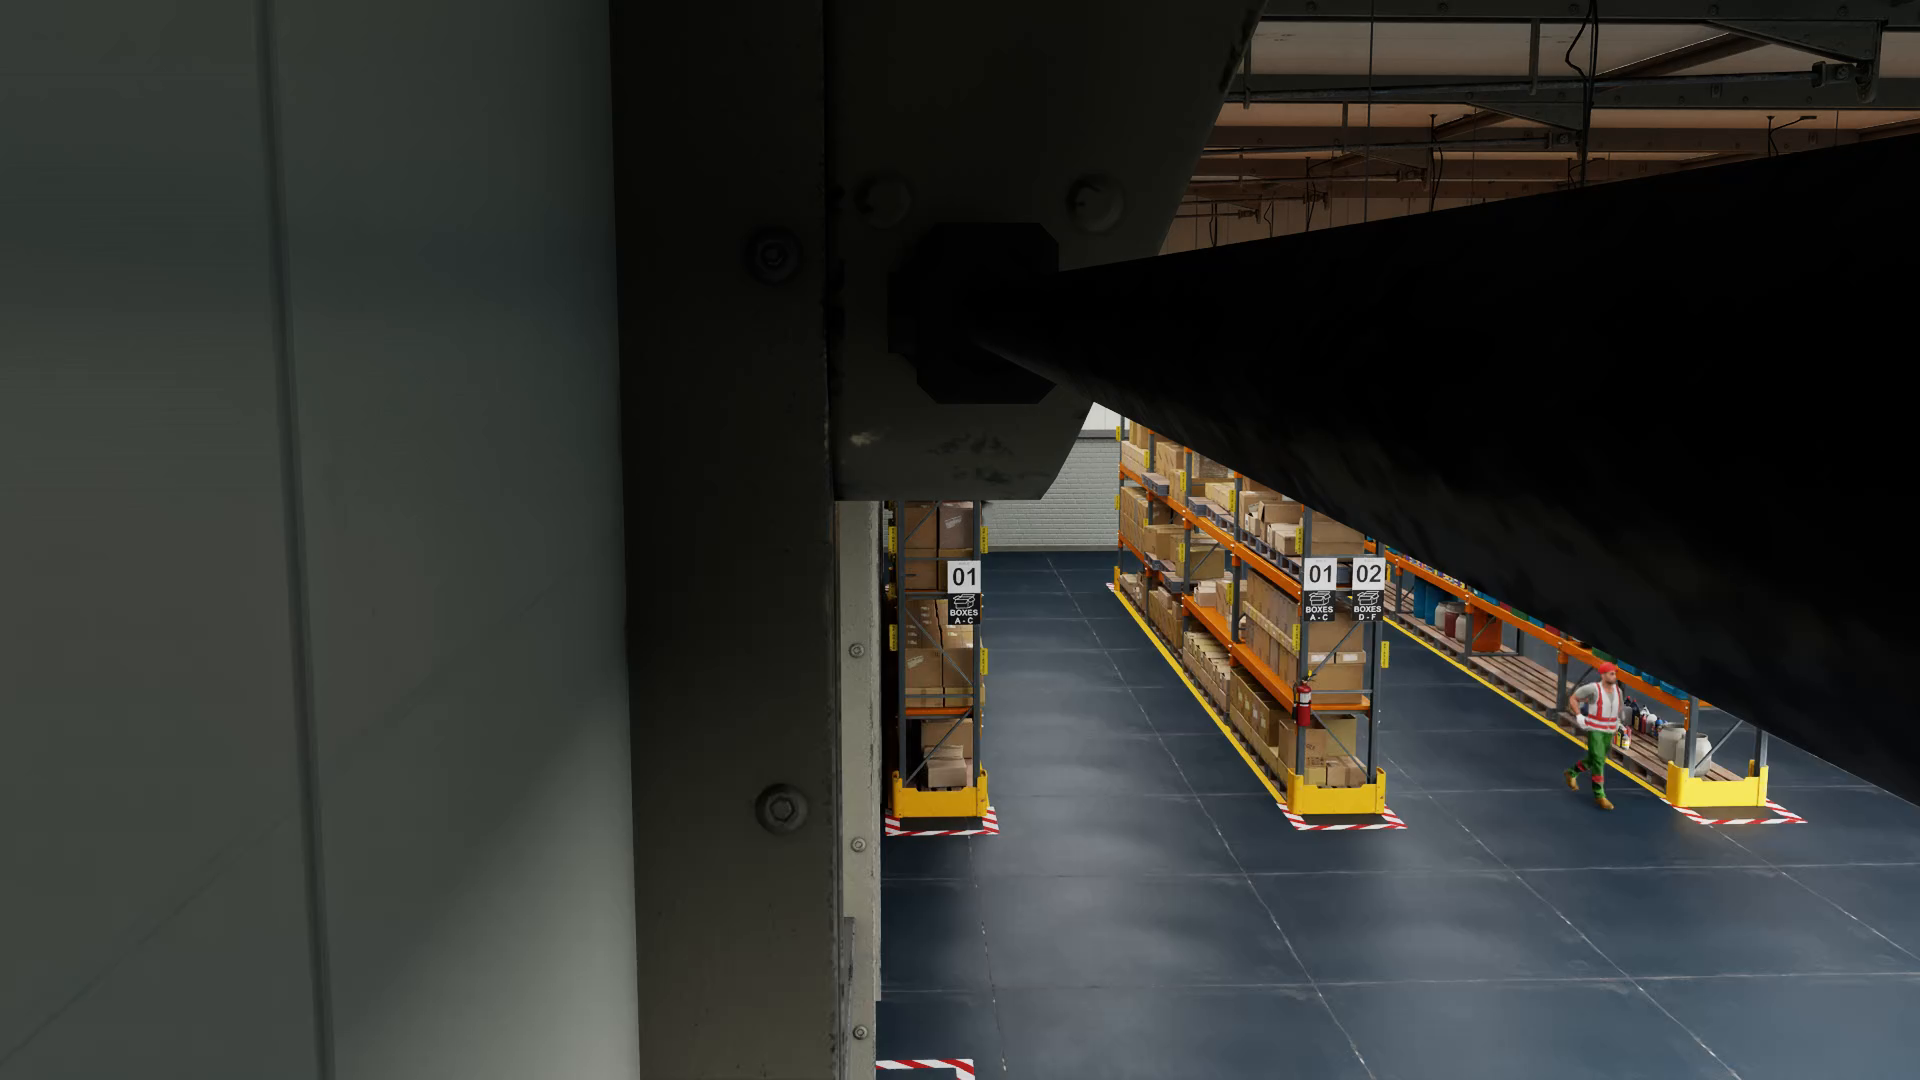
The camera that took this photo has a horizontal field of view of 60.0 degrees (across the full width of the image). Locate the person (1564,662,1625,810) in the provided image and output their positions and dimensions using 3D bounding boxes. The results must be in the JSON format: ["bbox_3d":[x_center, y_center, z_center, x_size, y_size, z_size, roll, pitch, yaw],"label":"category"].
[{"bbox_3d":[8.112,2.415,21.076,0.687,1.768,0.992,-3,9,-21],"label":"person"}]
